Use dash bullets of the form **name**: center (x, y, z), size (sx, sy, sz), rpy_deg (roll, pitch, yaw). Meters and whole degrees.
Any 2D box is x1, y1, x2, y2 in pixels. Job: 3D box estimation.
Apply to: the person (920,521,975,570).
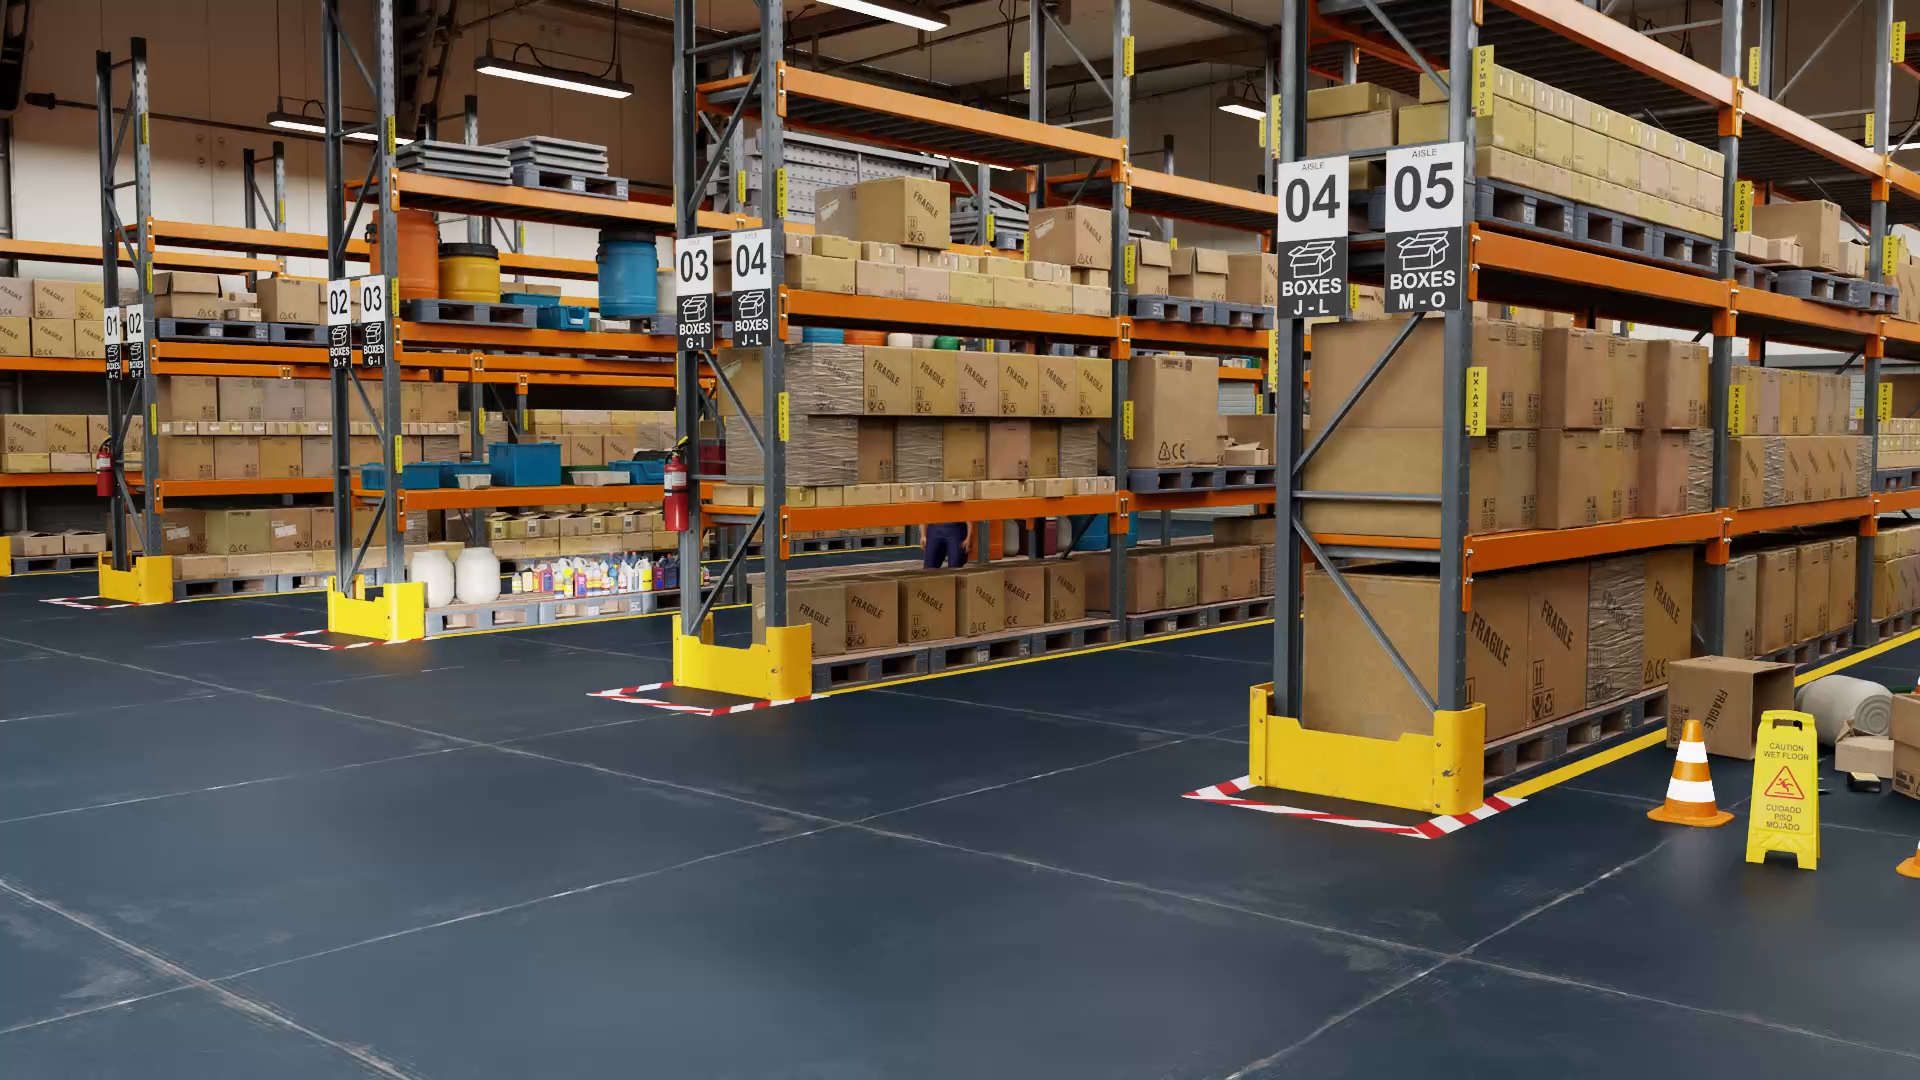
- **person**: center (-0.134, -0.006, 15.655), size (0.557, 1.651, 0.375), rpy_deg (1, 4, 22)
